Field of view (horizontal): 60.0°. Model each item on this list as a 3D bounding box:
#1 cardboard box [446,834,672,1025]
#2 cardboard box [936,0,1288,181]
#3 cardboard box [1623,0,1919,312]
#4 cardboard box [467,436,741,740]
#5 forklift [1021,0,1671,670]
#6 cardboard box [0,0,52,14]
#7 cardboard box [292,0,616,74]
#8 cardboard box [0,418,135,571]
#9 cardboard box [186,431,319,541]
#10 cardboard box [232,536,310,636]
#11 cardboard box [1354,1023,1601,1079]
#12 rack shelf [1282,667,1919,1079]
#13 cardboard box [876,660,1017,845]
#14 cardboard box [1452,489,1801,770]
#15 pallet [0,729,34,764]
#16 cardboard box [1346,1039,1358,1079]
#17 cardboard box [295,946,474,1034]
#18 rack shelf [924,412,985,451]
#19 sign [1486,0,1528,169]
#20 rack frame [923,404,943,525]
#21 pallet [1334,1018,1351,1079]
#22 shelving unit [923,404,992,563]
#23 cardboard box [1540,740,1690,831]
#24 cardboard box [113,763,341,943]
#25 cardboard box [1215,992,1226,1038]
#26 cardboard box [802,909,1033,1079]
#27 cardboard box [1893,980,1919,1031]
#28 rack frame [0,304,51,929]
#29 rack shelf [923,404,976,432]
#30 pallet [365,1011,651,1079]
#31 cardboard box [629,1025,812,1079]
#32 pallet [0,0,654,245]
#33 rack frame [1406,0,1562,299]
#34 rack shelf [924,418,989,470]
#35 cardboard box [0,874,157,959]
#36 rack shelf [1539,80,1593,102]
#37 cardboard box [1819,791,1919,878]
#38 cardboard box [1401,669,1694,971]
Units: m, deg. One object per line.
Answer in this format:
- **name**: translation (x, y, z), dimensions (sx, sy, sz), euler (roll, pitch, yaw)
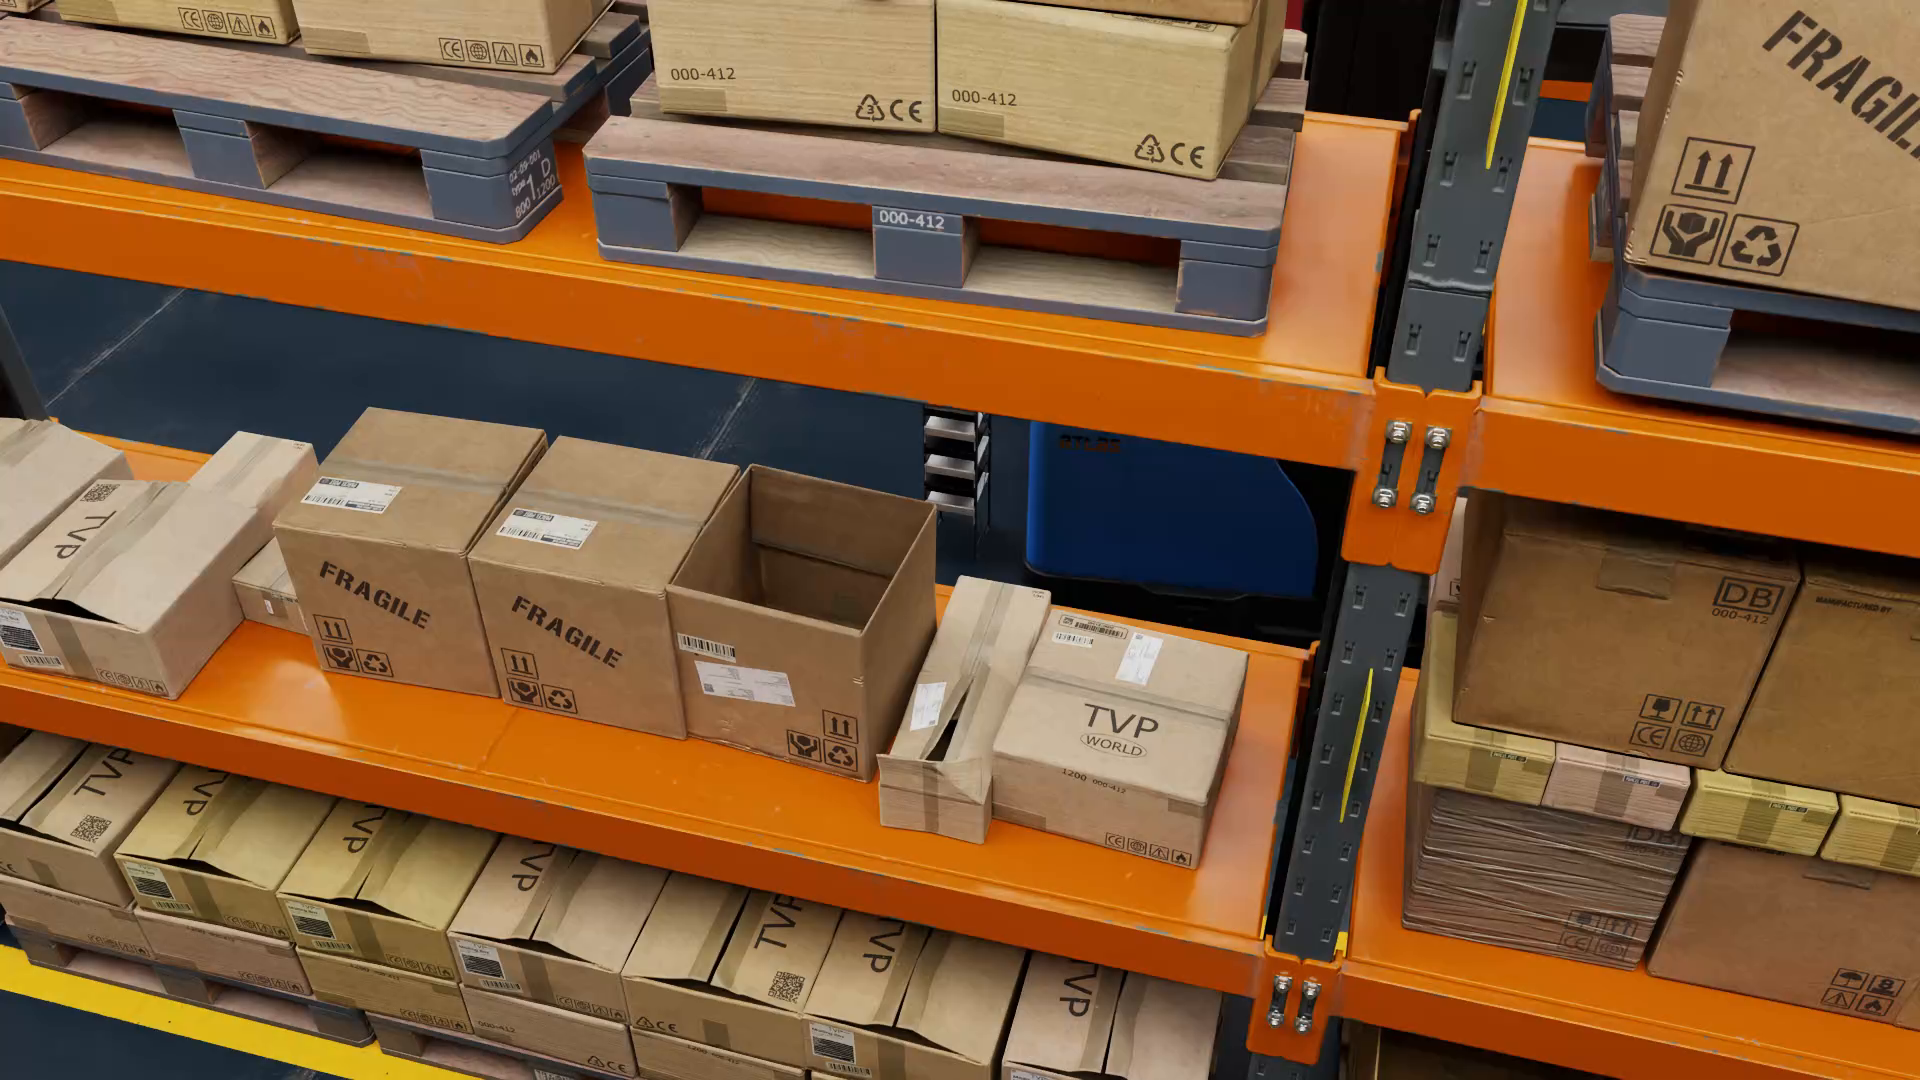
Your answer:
- **cardboard box**: translation (-1.062, 0.997, 4.606), dimensions (0.500, 0.311, 0.500), euler (9, 41, 11)
- **cardboard box**: translation (0.281, -0.899, 2.946), dimensions (0.500, 0.250, 0.500), euler (14, 42, 16)
- **cardboard box**: translation (1.292, -0.692, 2.396), dimensions (0.500, 0.500, 0.500), euler (13, 42, 15)
- **cardboard box**: translation (-0.857, 0.115, 4.203), dimensions (0.500, 0.500, 0.500), euler (10, 41, 11)
- **forklift**: translation (1.792, -0.959, 5.613), dimensions (3.031, 2.935, 1.130), euler (5, 40, 6)
- **cardboard box**: translation (-2.027, -1.339, 3.470), dimensions (0.500, 0.250, 0.500), euler (11, 41, 13)
- **cardboard box**: translation (-0.958, -1.146, 3.240), dimensions (0.500, 0.250, 0.500), euler (7, 40, 8)
- **cardboard box**: translation (-2.651, -0.082, 4.584), dimensions (0.500, 0.311, 0.500), euler (12, 42, 14)
- **cardboard box**: translation (-2.050, -0.129, 4.767), dimensions (0.250, 0.149, 0.380), euler (10, 41, 11)
- **cardboard box**: translation (-1.744, 0.070, 4.530), dimensions (0.250, 0.149, 0.380), euler (13, 42, 15)
- **cardboard box**: translation (1.240, 1.338, 4.053), dimensions (0.500, 0.500, 0.500), euler (10, 41, 11)
- **rack shelf**: translation (2.805, 1.069, 3.704), dimensions (4.000, 0.370, 1.077), euler (10, 41, 11)
- **cardboard box**: translation (-0.023, 0.481, 3.949), dimensions (0.258, 0.266, 0.396), euler (9, 41, 10)
- **cardboard box**: translation (1.304, -0.004, 3.336), dimensions (0.500, 0.500, 0.700), euler (10, 41, 12)
- **pallet**: translation (-3.702, 0.717, 5.732), dimensions (1.213, 0.211, 1.003), euler (10, 41, 11)
- **cardboard box**: translation (1.243, 1.619, 4.301), dimensions (0.500, 0.250, 0.500), euler (10, 41, 11)
- **cardboard box**: translation (-1.571, 1.124, 4.891), dimensions (0.500, 0.250, 0.500), euler (9, 41, 10)
- **rack shelf**: translation (-0.008, -0.458, 6.368), dimensions (0.200, 0.077, 0.258), euler (10, 41, 11)
- **sign**: translation (0.743, -0.667, 2.233), dimensions (0.005, 0.325, 0.100), euler (10, 41, 11)
- **rack frame**: translation (-0.106, -0.363, 6.482), dimensions (0.006, 0.900, 0.240), euler (10, 41, 11)
- **pallet**: translation (1.631, 1.688, 4.576), dimensions (1.213, 0.211, 1.003), euler (10, 41, 11)
- **shelving unit**: translation (-0.008, -0.346, 6.462), dimensions (0.210, 0.900, 0.258), euler (10, 41, 11)
- **cardboard box**: translation (1.325, 0.381, 3.381), dimensions (0.250, 0.149, 0.380), euler (10, 41, 12)
- **cardboard box**: translation (-2.051, 0.826, 4.810), dimensions (0.500, 0.311, 0.500), euler (9, 41, 10)
- **cardboard box**: translation (0.548, 1.133, 4.880), dimensions (0.500, 0.250, 0.500), euler (9, 41, 10)
- **cardboard box**: translation (-0.096, 1.167, 4.403), dimensions (0.500, 0.311, 0.500), euler (11, 41, 13)
- **cardboard box**: translation (2.299, 0.663, 3.551), dimensions (0.500, 0.500, 0.700), euler (10, 41, 12)
- **rack frame**: translation (-2.991, -0.203, 4.660), dimensions (0.127, 3.000, 1.000), euler (10, 41, 11)
- **rack shelf**: translation (-0.008, -0.527, 6.310), dimensions (0.200, 0.077, 0.258), euler (10, 41, 11)
- **pallet**: translation (-1.031, 1.230, 5.122), dimensions (1.213, 0.211, 1.003), euler (10, 41, 11)
- **cardboard box**: translation (-0.585, 1.295, 4.687), dimensions (0.500, 0.250, 0.500), euler (11, 41, 12)
- **pallet**: translation (-1.231, -1.038, 3.469), dimensions (1.213, 0.211, 1.003), euler (12, 41, 13)
- **rack frame**: translation (0.873, -1.836, 1.939), dimensions (0.127, 3.000, 1.000), euler (10, 41, 11)
- **rack shelf**: translation (-0.008, -0.389, 6.426), dimensions (0.200, 0.077, 0.258), euler (10, 41, 11)
- **cardboard box**: translation (-2.561, 0.958, 5.088), dimensions (0.500, 0.250, 0.500), euler (10, 41, 11)
- **rack shelf**: translation (4.089, -2.007, 7.367), dimensions (4.000, 0.370, 1.077), euler (10, 41, 11)
- **cardboard box**: translation (1.829, 0.466, 3.281), dimensions (0.250, 0.149, 0.380), euler (9, 41, 11)
- **cardboard box**: translation (1.304, 0.493, 3.753), dimensions (0.500, 0.500, 0.700), euler (9, 41, 10)
